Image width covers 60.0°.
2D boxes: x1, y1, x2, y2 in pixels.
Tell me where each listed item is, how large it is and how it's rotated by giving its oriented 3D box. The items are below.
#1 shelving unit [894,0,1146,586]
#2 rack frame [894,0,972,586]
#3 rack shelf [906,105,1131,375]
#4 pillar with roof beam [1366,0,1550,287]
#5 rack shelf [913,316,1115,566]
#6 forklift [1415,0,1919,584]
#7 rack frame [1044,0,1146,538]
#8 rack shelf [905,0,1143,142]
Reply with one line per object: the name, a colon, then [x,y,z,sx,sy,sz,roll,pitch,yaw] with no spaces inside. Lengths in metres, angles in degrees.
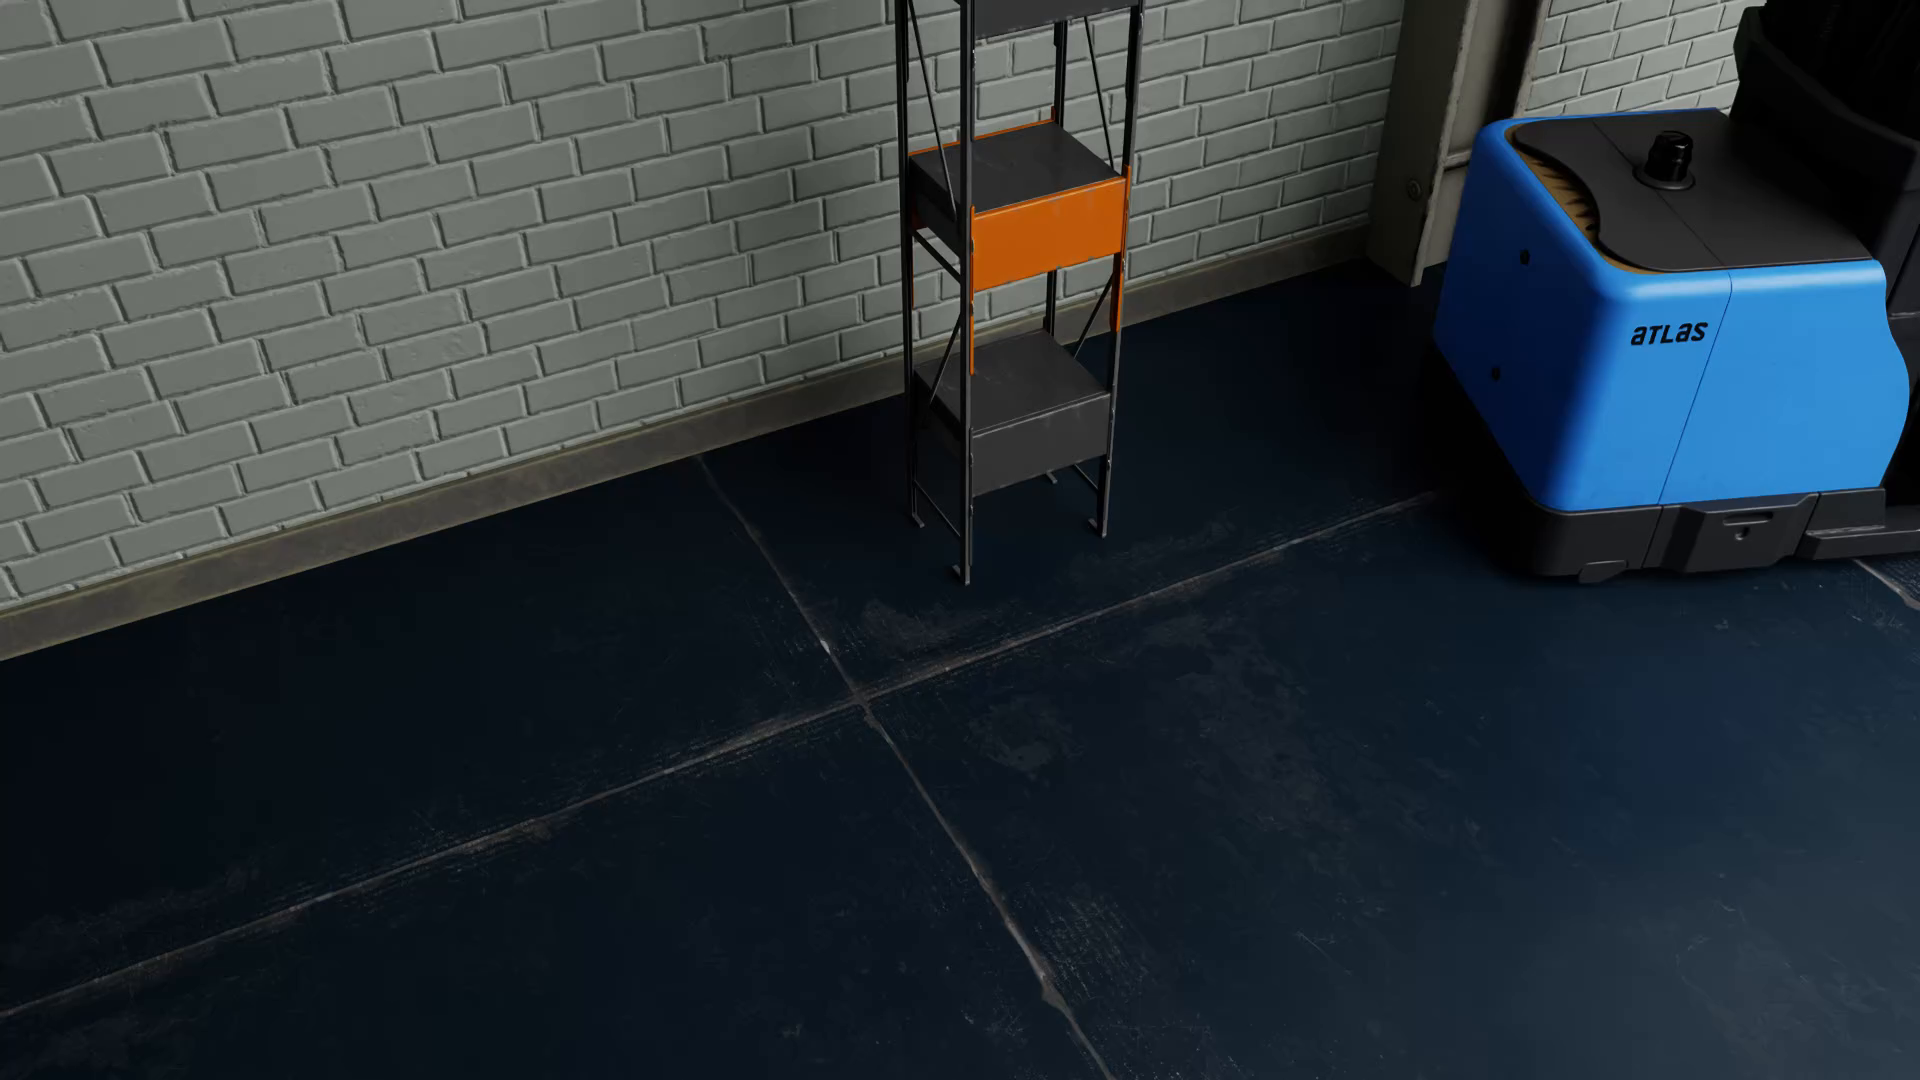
shelving unit: [0.147,-0.851,4.630,0.503,2.100,0.431,-19,44,-21]
rack frame: [-0.070,-0.778,4.544,0.015,2.100,0.400,-19,44,-21]
rack shelf: [0.147,-0.840,4.639,0.480,0.518,0.431,-19,44,-21]
pillar with roof beam: [3.824,-2.087,0.750,0.400,9.000,9.100,-19,44,-21]
rack shelf: [0.147,-0.306,5.091,0.480,0.518,0.431,-19,44,-21]
forklift: [3.124,-1.404,4.640,3.031,2.935,1.130,-5,40,-5]
rack frame: [0.363,-0.924,4.716,0.015,2.100,0.400,-19,44,-21]
rack shelf: [0.147,-1.375,4.187,0.480,0.518,0.431,-19,44,-21]
